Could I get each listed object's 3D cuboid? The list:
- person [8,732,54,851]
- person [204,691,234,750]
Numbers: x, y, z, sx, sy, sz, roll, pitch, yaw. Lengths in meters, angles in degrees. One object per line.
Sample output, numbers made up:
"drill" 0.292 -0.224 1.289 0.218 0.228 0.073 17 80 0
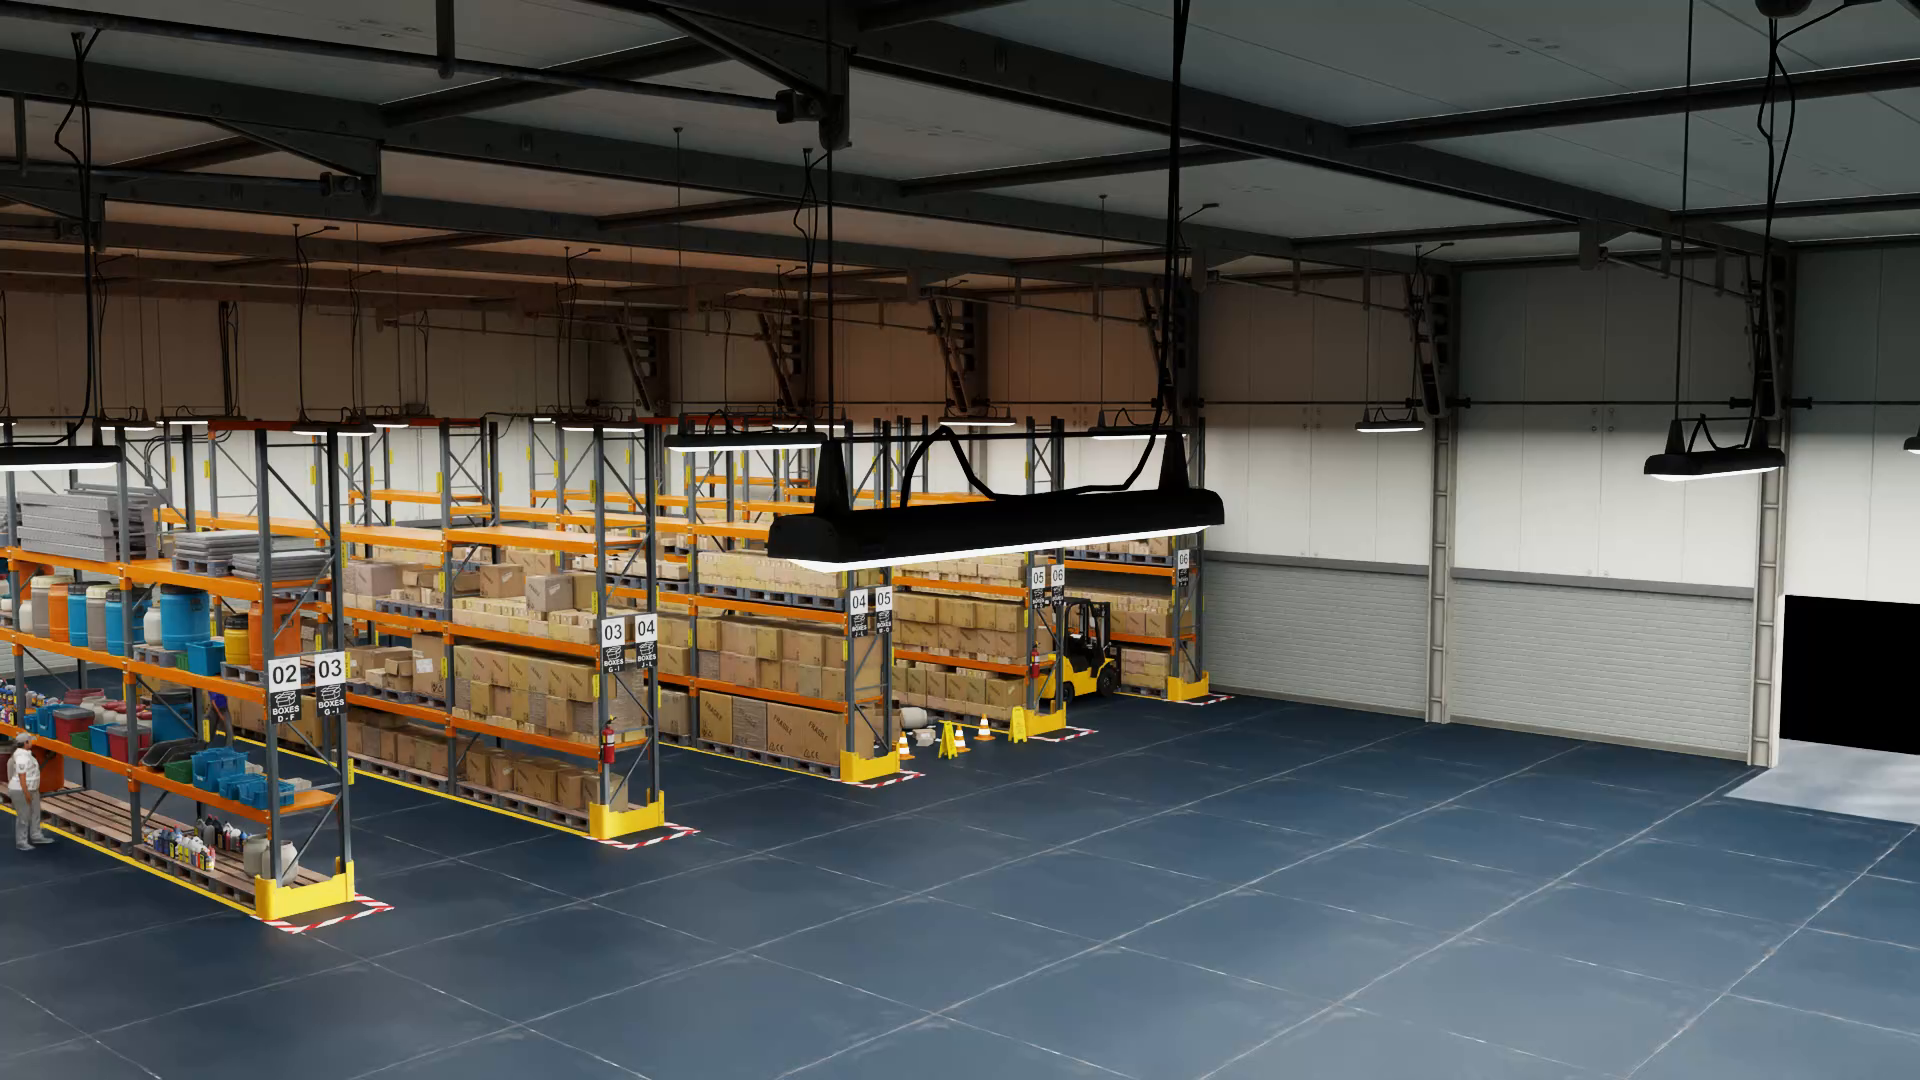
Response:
"person" -13.224 3.551 23.602 0.473 1.667 0.534 -1 5 -10
"person" -13.148 3.079 29.440 0.920 1.612 0.391 3 6 36
